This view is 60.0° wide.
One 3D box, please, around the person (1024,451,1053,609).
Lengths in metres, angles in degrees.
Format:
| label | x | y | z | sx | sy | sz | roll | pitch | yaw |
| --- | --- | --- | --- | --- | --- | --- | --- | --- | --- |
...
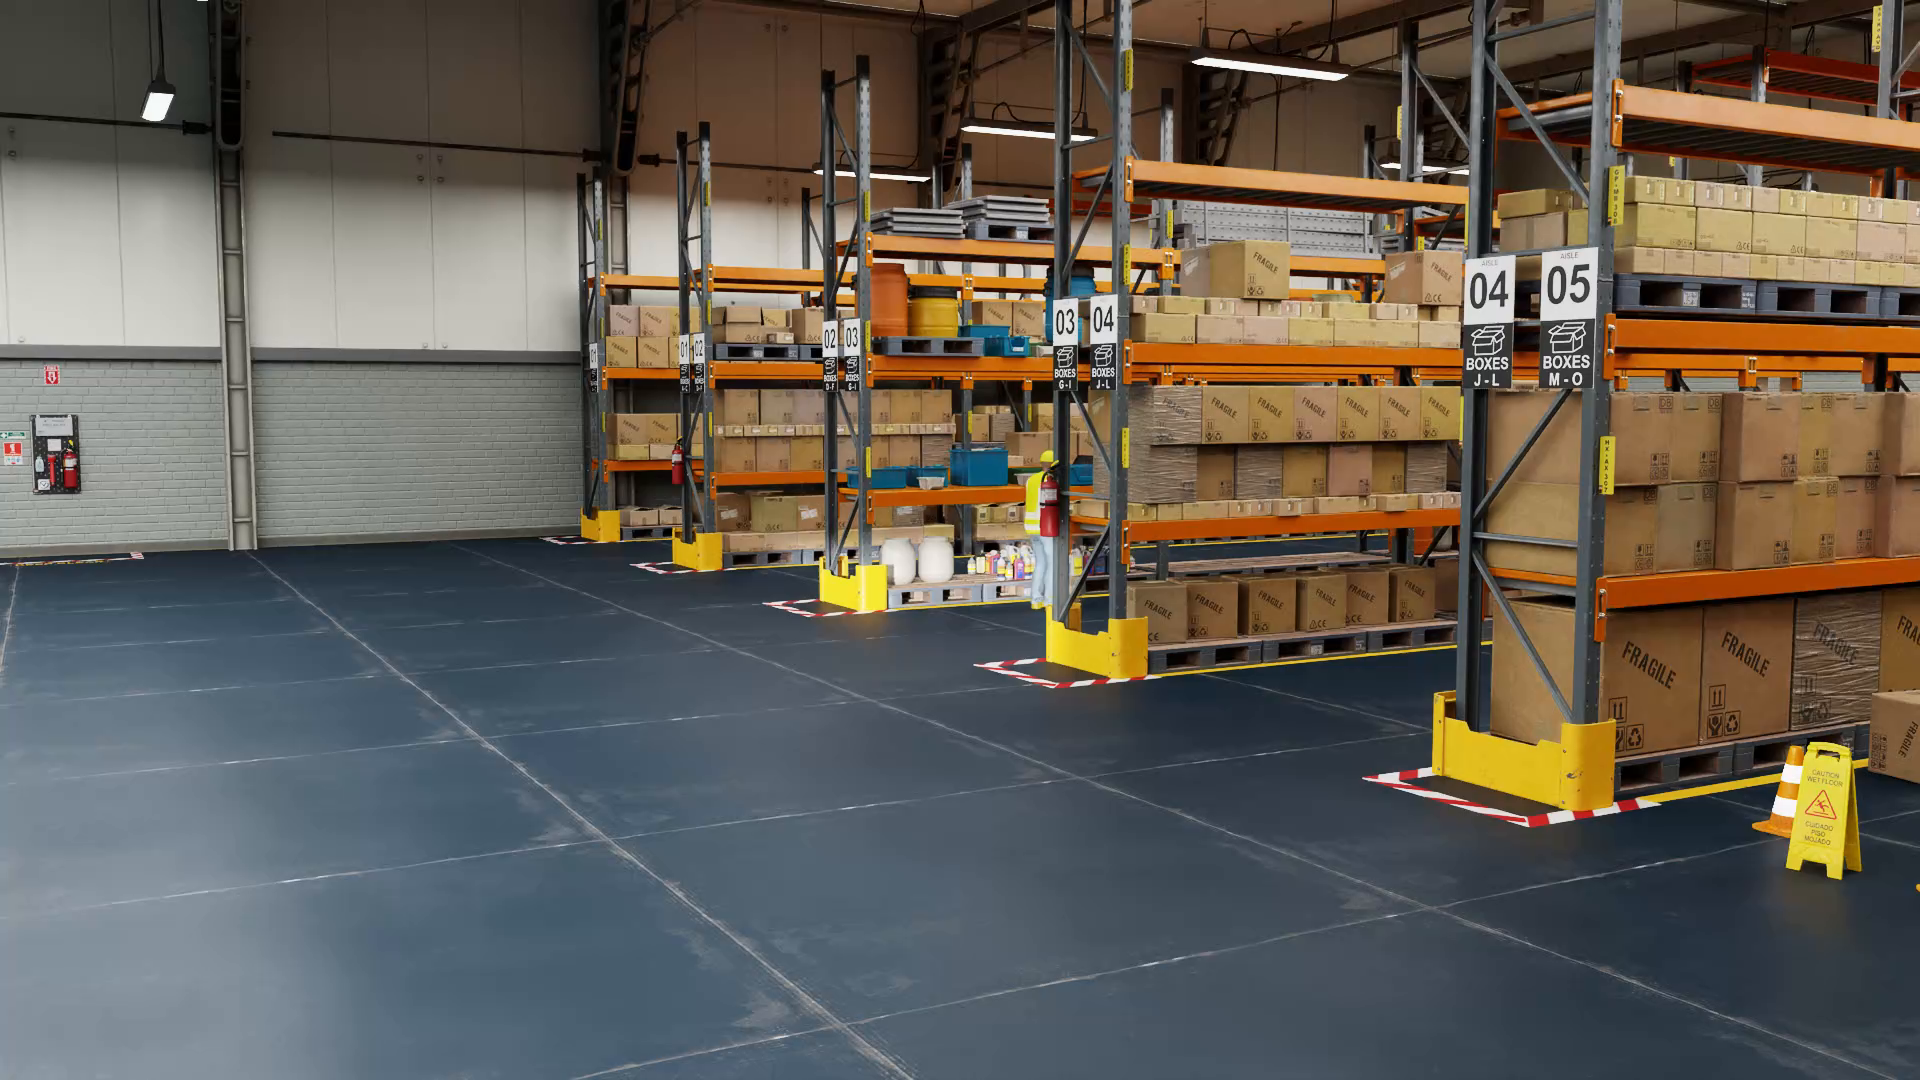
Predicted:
| label | x | y | z | sx | sy | sz | roll | pitch | yaw |
| --- | --- | --- | --- | --- | --- | --- | --- | --- | --- |
| person | 0.960 | -0.107 | 18.388 | 0.461 | 1.759 | 0.629 | -3 | 6 | -32 |
